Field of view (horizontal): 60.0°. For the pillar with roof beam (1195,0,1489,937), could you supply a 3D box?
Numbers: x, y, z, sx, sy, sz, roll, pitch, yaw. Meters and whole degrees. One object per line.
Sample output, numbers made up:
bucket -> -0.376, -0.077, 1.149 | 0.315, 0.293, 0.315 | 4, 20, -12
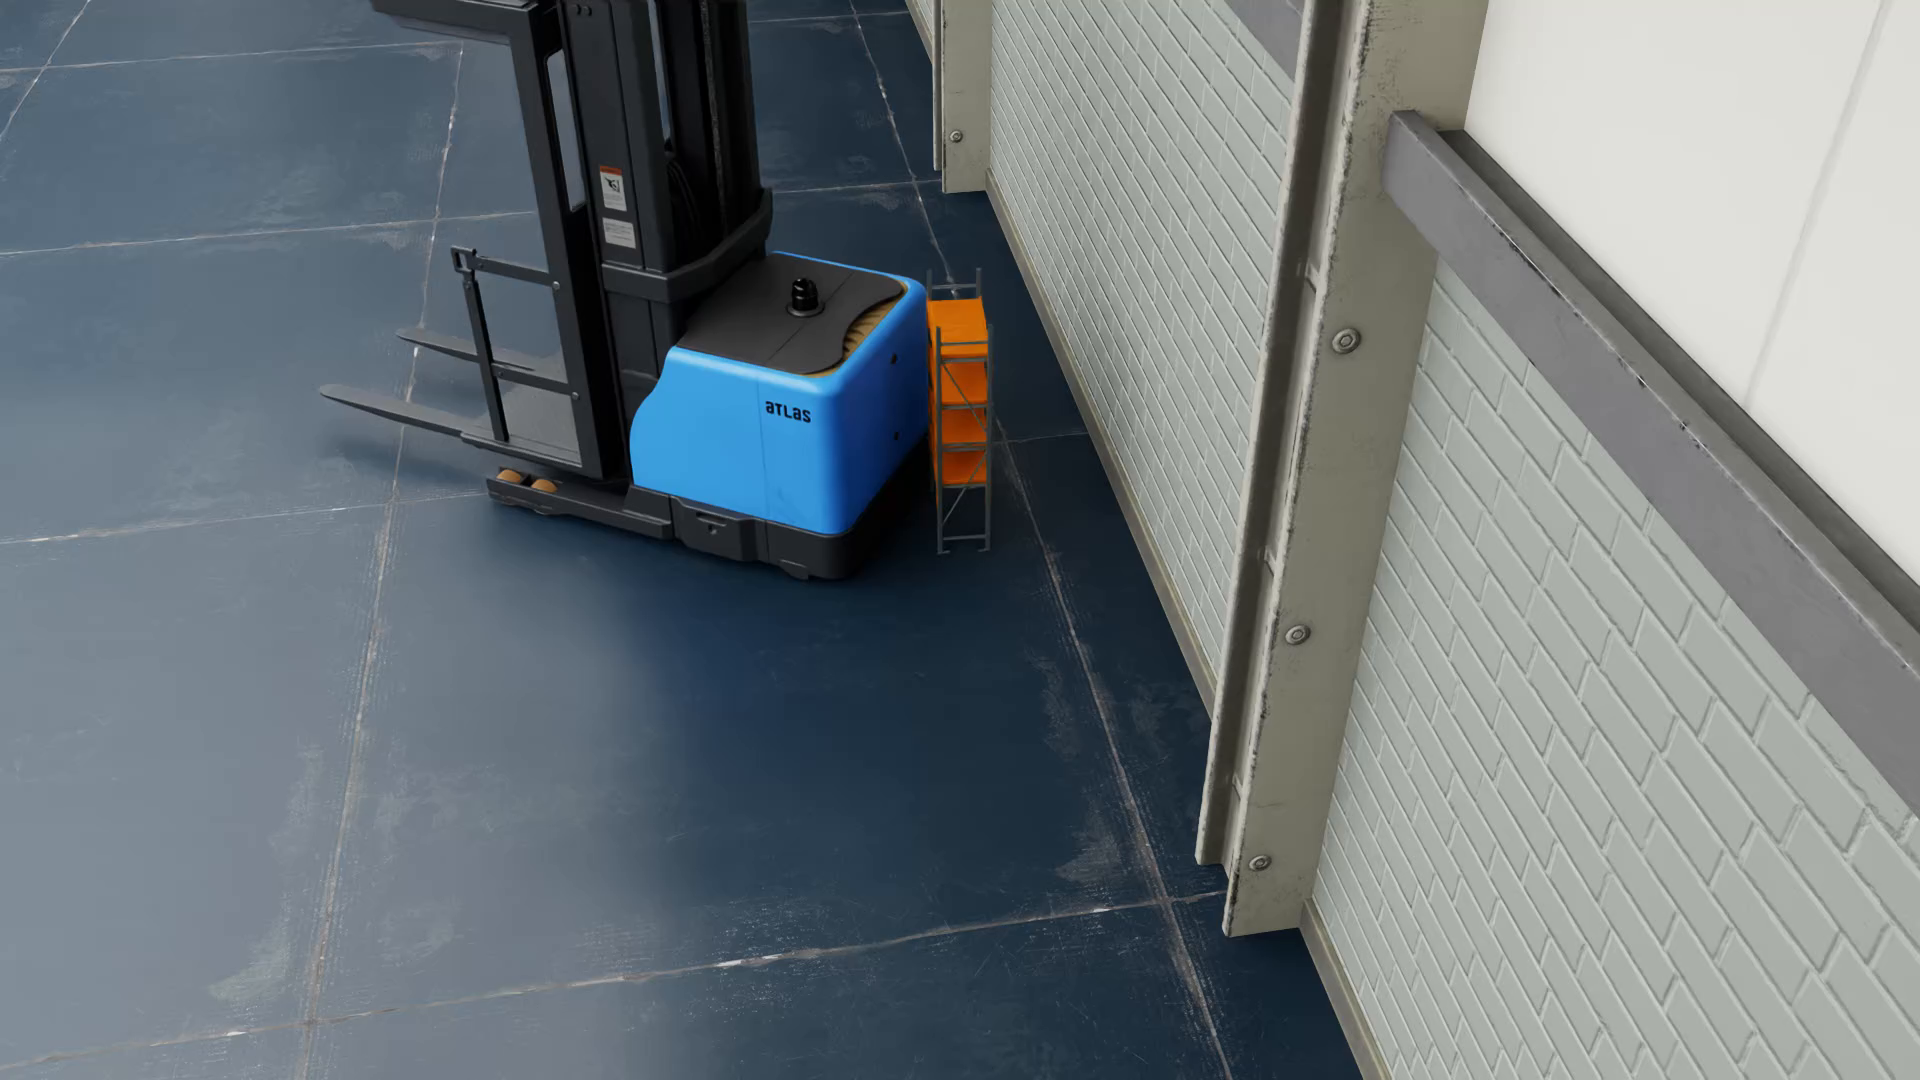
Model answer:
pillar with roof beam -> -3.173, -1.810, 2.745 | 9.100, 9.000, 0.400 | -6, 38, -8

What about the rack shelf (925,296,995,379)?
rack shelf -> -0.003, -0.879, 7.262 | 0.258, 0.148, 0.480 | -3, 38, -4

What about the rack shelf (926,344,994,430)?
rack shelf -> -0.003, -0.692, 7.407 | 0.258, 0.148, 0.480 | -3, 38, -4

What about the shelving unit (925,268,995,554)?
shelving unit -> -0.003, -0.568, 7.503 | 0.258, 1.200, 0.503 | -3, 38, -4

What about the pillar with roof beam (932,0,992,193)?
pillar with roof beam -> -4.225, -5.434, 7.410 | 9.100, 9.000, 0.400 | -6, 38, -8

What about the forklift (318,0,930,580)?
forklift -> -1.703, -1.560, 7.369 | 3.031, 2.935, 1.130 | 14, 40, 18

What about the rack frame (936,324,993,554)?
rack frame -> 0.019, -0.419, 7.312 | 0.240, 1.200, 0.015 | -3, 38, -4

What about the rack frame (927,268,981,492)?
rack frame -> -0.026, -0.717, 7.695 | 0.240, 1.200, 0.015 | -3, 38, -4

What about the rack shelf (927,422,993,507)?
rack shelf -> -0.003, -0.358, 7.666 | 0.258, 0.148, 0.480 | -3, 38, -4

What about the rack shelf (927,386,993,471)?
rack shelf -> -0.003, -0.515, 7.545 | 0.258, 0.148, 0.480 | -3, 38, -4
